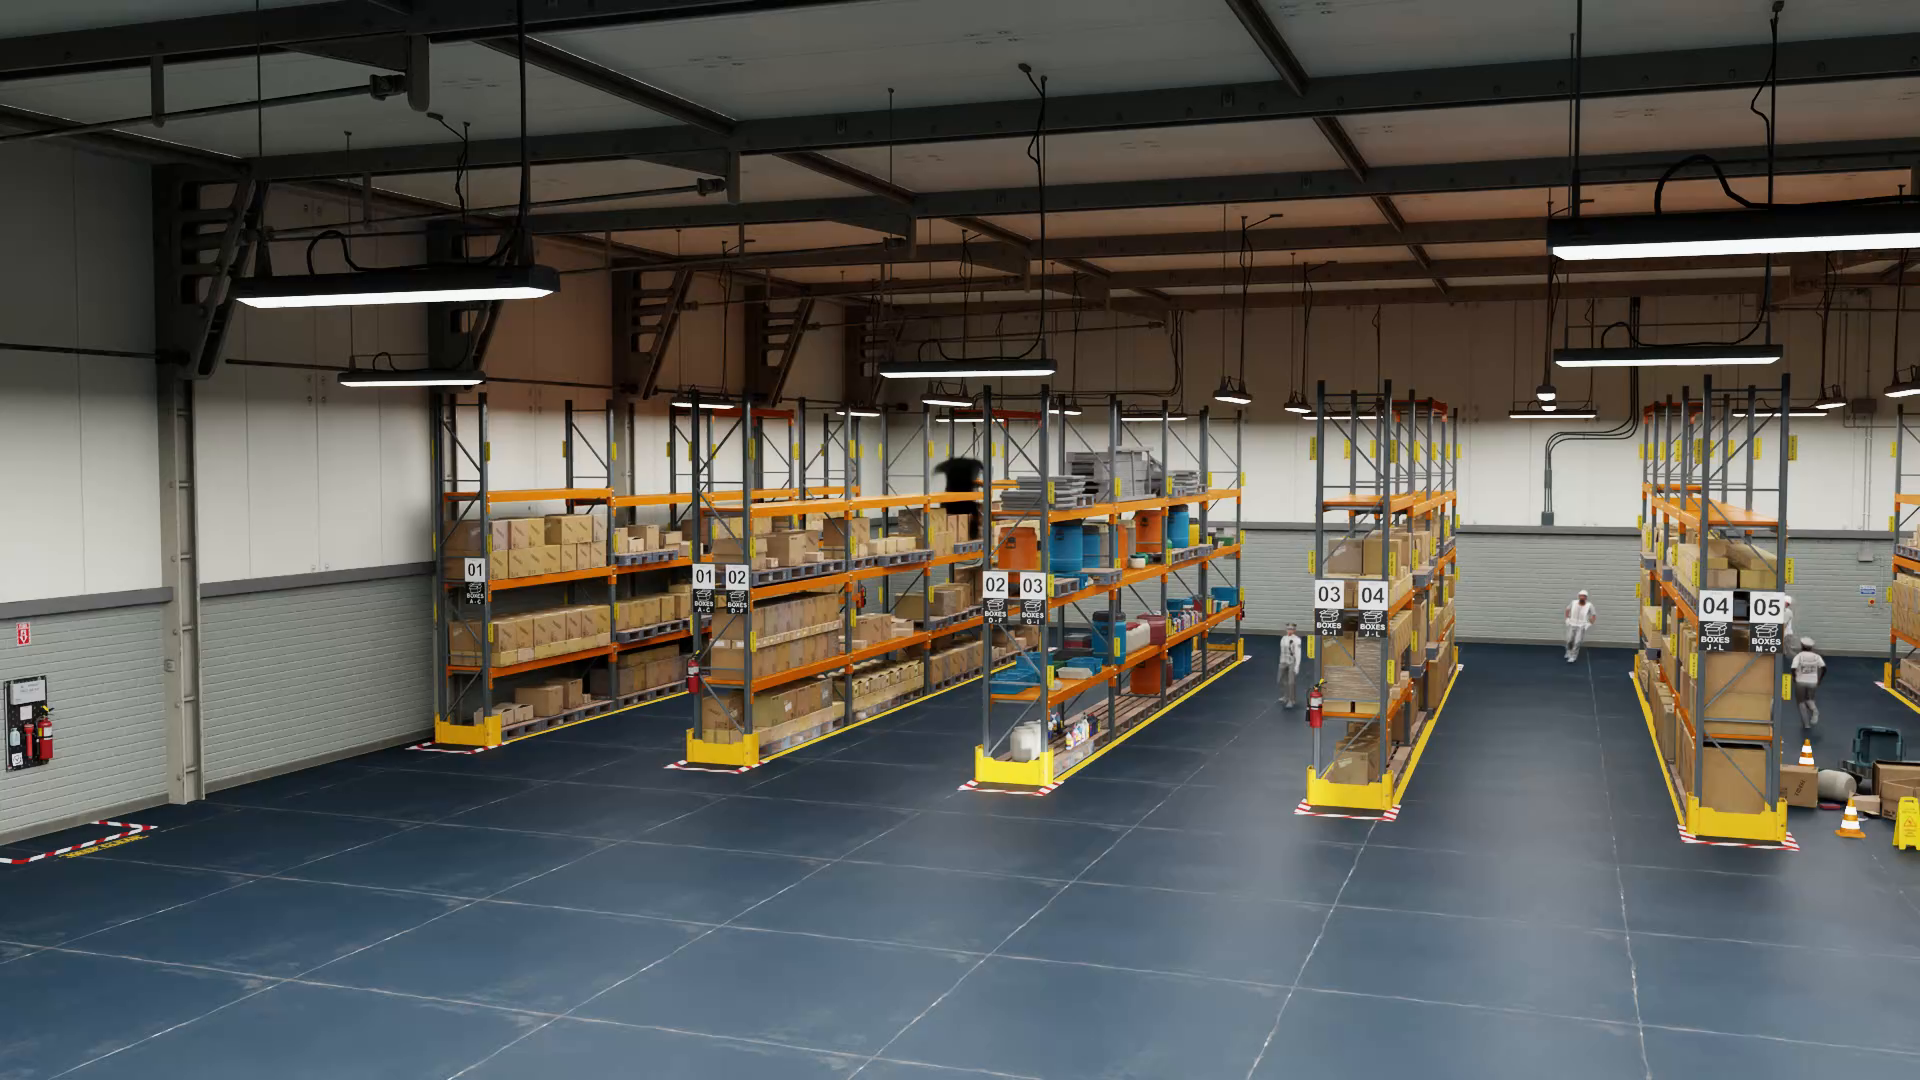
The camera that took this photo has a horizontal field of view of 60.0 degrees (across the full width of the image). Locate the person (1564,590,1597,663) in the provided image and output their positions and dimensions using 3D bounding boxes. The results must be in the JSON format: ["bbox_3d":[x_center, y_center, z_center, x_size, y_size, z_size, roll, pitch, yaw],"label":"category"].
[{"bbox_3d":[14.673,2.051,39.349,0.734,1.741,0.591,2,3,28],"label":"person"}]

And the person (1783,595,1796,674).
[{"bbox_3d":[18.324,2.136,36.981,0.845,1.817,0.639,1,3,12],"label":"person"}]

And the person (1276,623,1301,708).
[{"bbox_3d":[6.461,2.449,32.579,0.466,1.699,0.590,-3,4,-41],"label":"person"}]

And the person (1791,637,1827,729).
[{"bbox_3d":[15.306,2.586,30.050,0.588,1.665,0.550,1,3,10],"label":"person"}]
